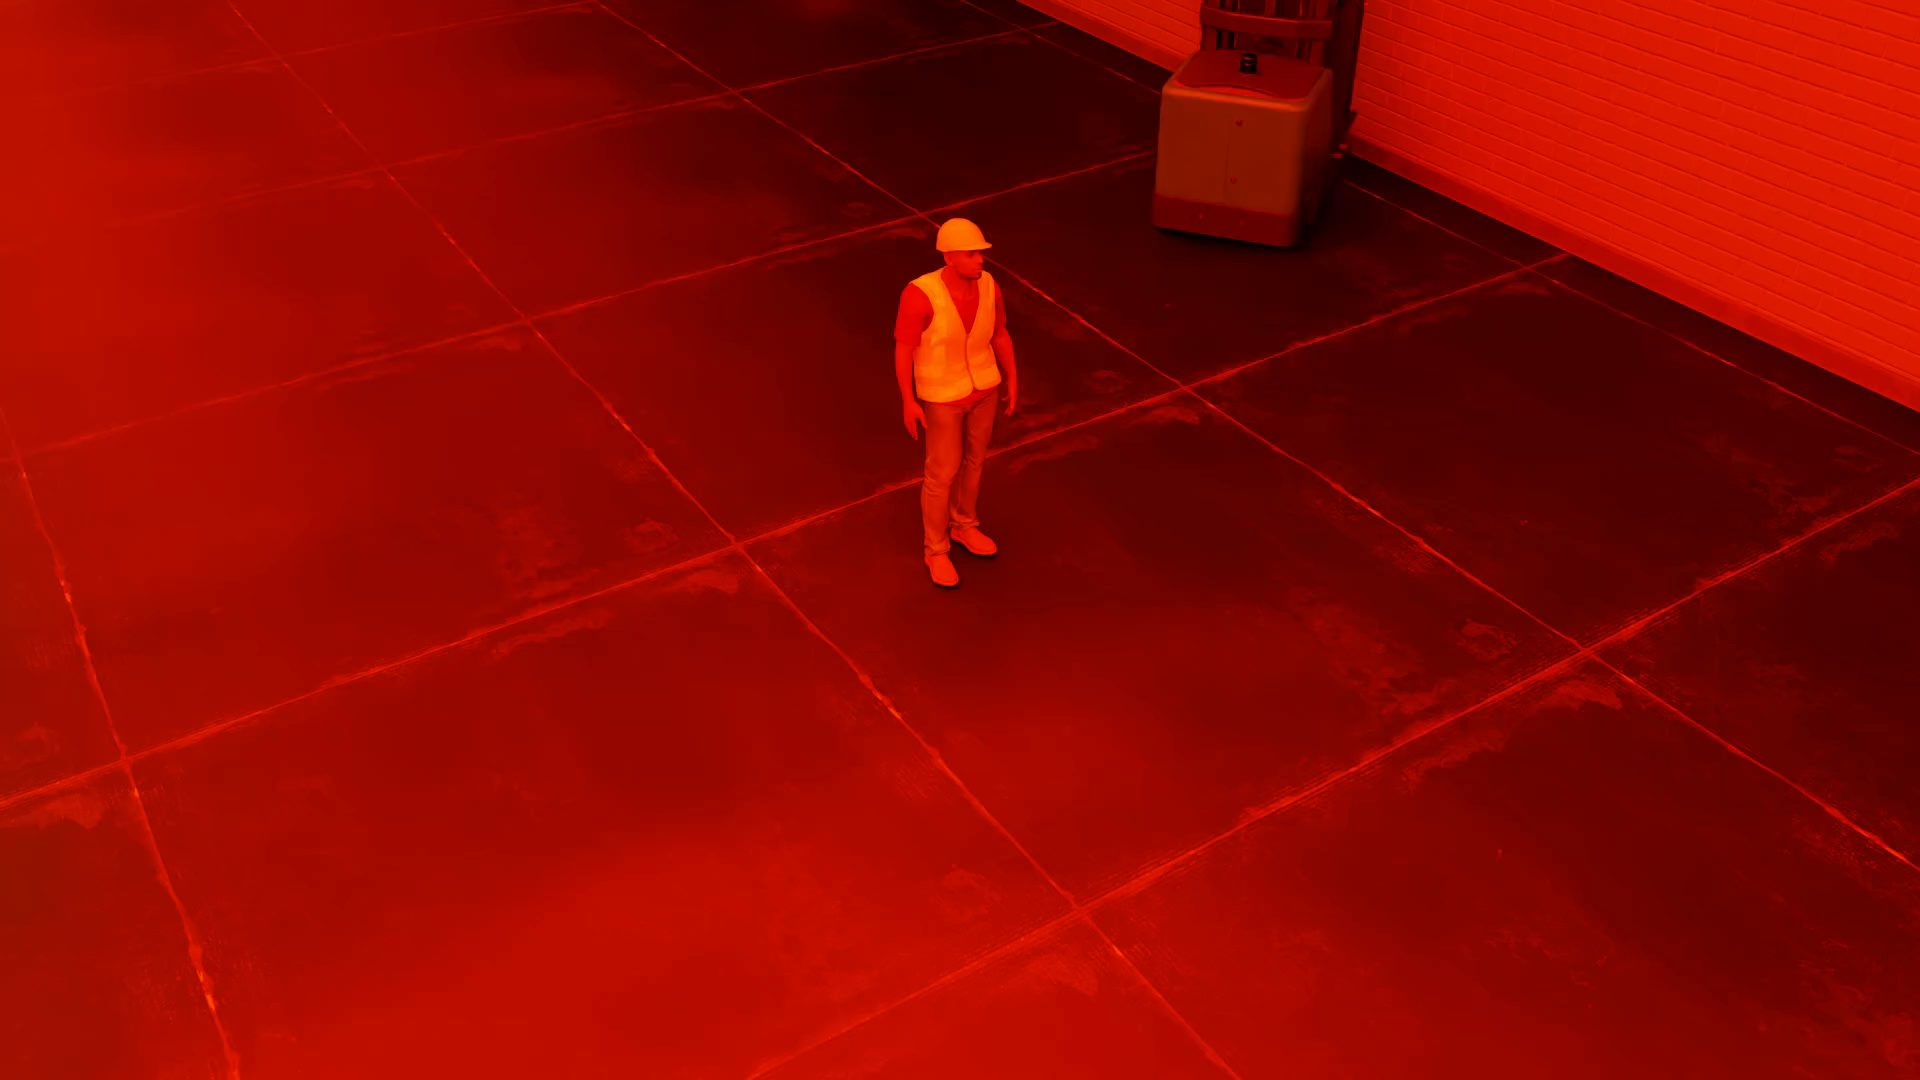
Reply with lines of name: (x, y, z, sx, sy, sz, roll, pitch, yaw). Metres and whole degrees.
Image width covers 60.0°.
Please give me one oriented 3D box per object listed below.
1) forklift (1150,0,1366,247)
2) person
forklift: (2.370, -4.055, 11.918, 1.130, 2.935, 3.031, 13, 37, 18)
person: (0.032, -0.693, 8.135, 0.665, 1.765, 0.577, -21, 40, -27)
